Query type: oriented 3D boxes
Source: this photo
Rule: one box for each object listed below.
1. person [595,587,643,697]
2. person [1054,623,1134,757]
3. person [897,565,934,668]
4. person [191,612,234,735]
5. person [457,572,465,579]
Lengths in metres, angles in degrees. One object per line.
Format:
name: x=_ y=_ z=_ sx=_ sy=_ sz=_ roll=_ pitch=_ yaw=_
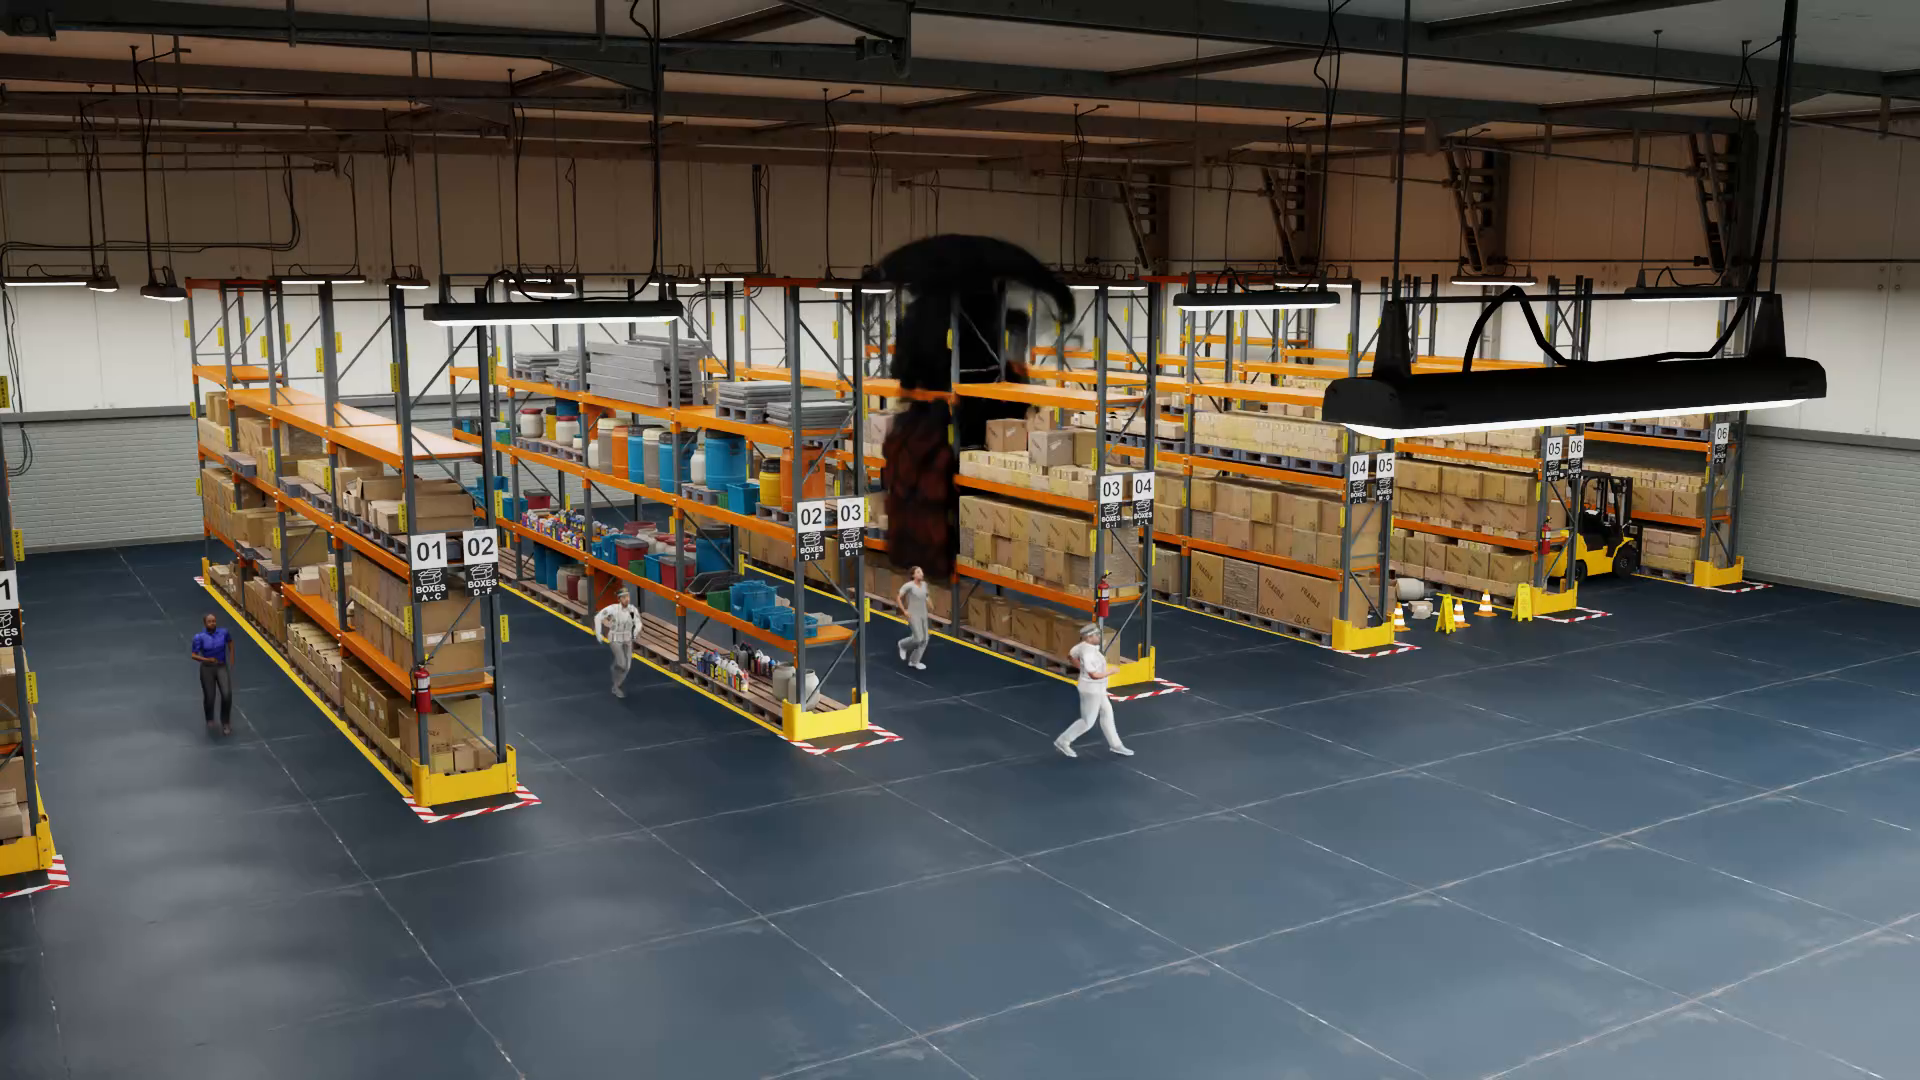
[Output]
person: x=-4.927 y=1.494 z=24.235 sx=0.654 sy=1.647 sz=0.601 roll=-6 pitch=11 yaw=-33
person: x=1.718 y=1.919 z=21.216 sx=1.036 sy=1.757 sz=0.671 roll=0 pitch=10 yaw=2
person: x=-0.680 y=1.207 z=26.009 sx=0.593 sy=1.619 sz=0.576 roll=-8 pitch=13 yaw=-41
person: x=-10.025 y=1.817 z=22.397 sx=0.584 sy=1.693 sz=0.718 roll=-7 pitch=12 yaw=-35
person: x=-8.786 y=0.556 z=29.660 sx=0.588 sy=1.681 sz=0.641 roll=-9 pitch=13 yaw=-42
